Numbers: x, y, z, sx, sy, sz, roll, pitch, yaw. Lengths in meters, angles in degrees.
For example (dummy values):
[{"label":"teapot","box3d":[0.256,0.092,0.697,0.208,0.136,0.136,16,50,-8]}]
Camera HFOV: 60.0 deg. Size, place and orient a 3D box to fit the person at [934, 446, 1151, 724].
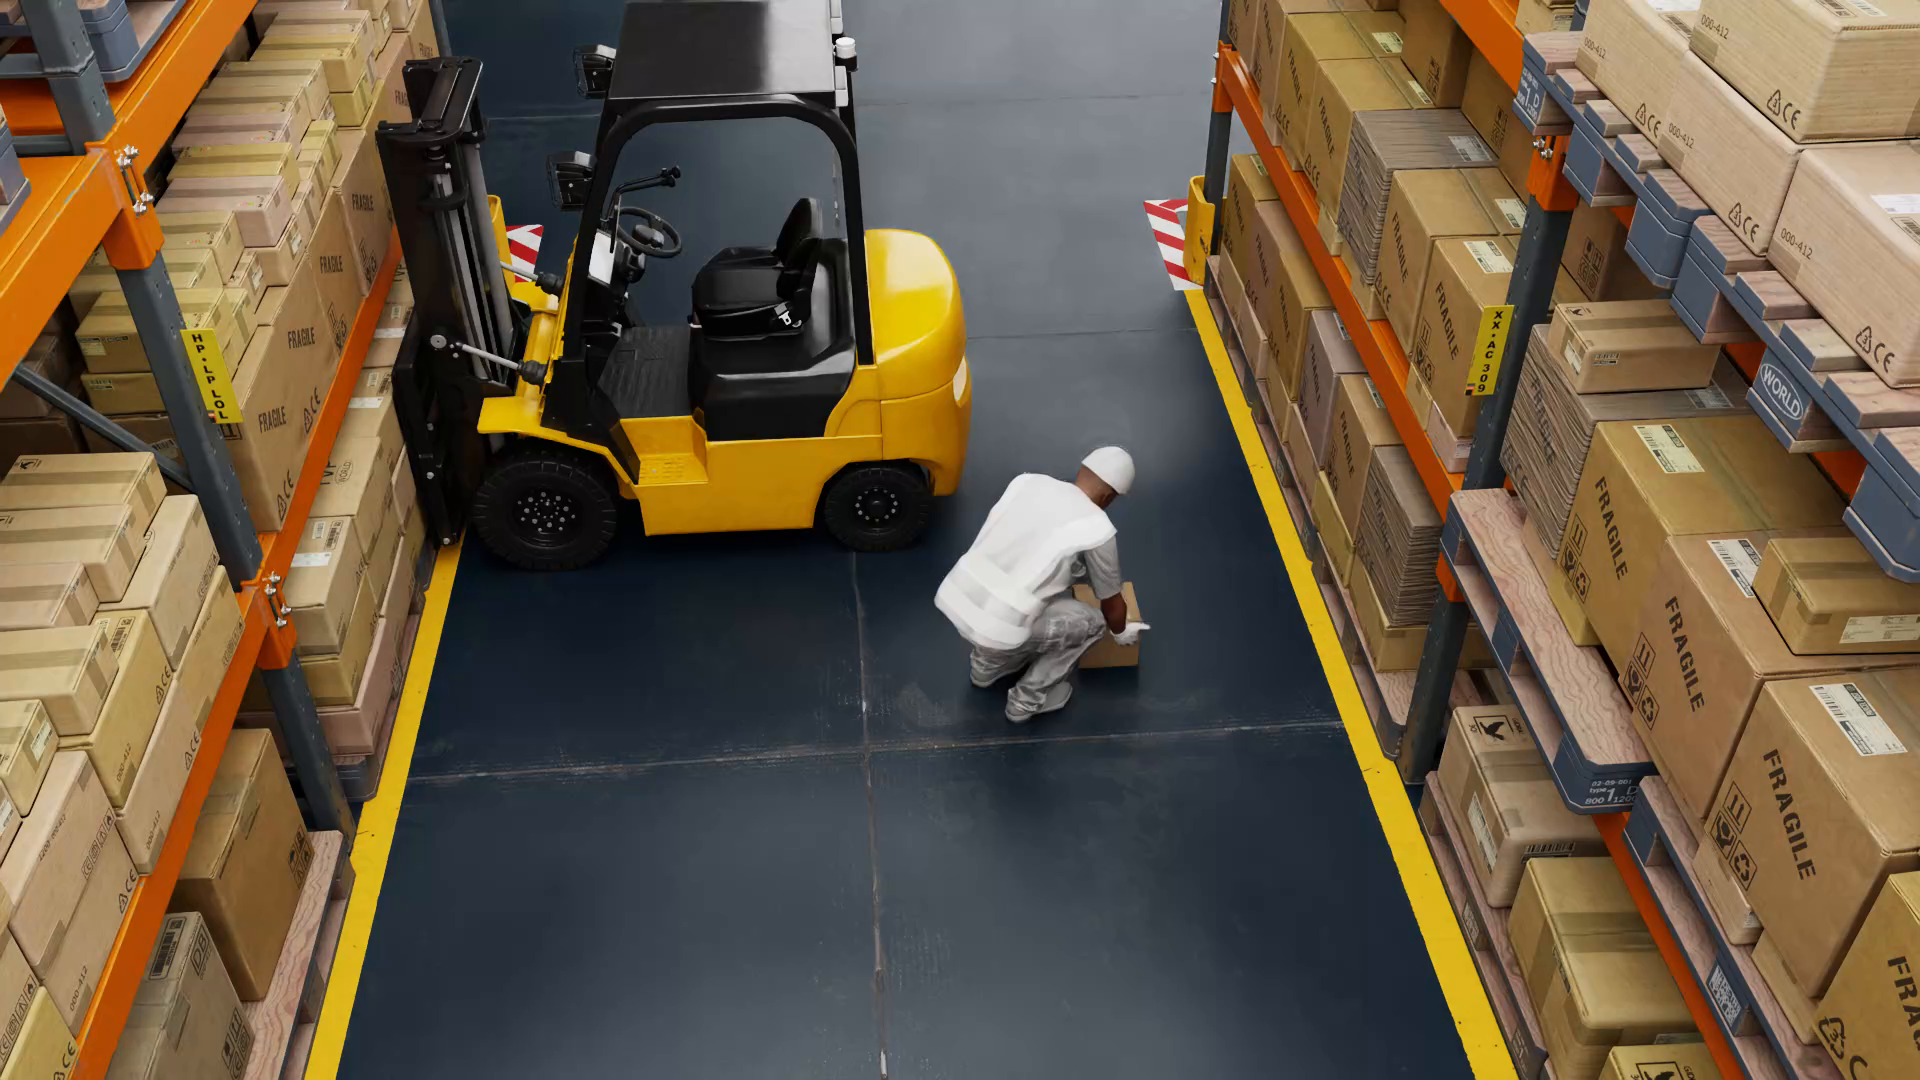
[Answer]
[{"label":"person","box3d":[0.317,0.170,6.577,0.900,0.975,0.574,-23,44,-26]}]
